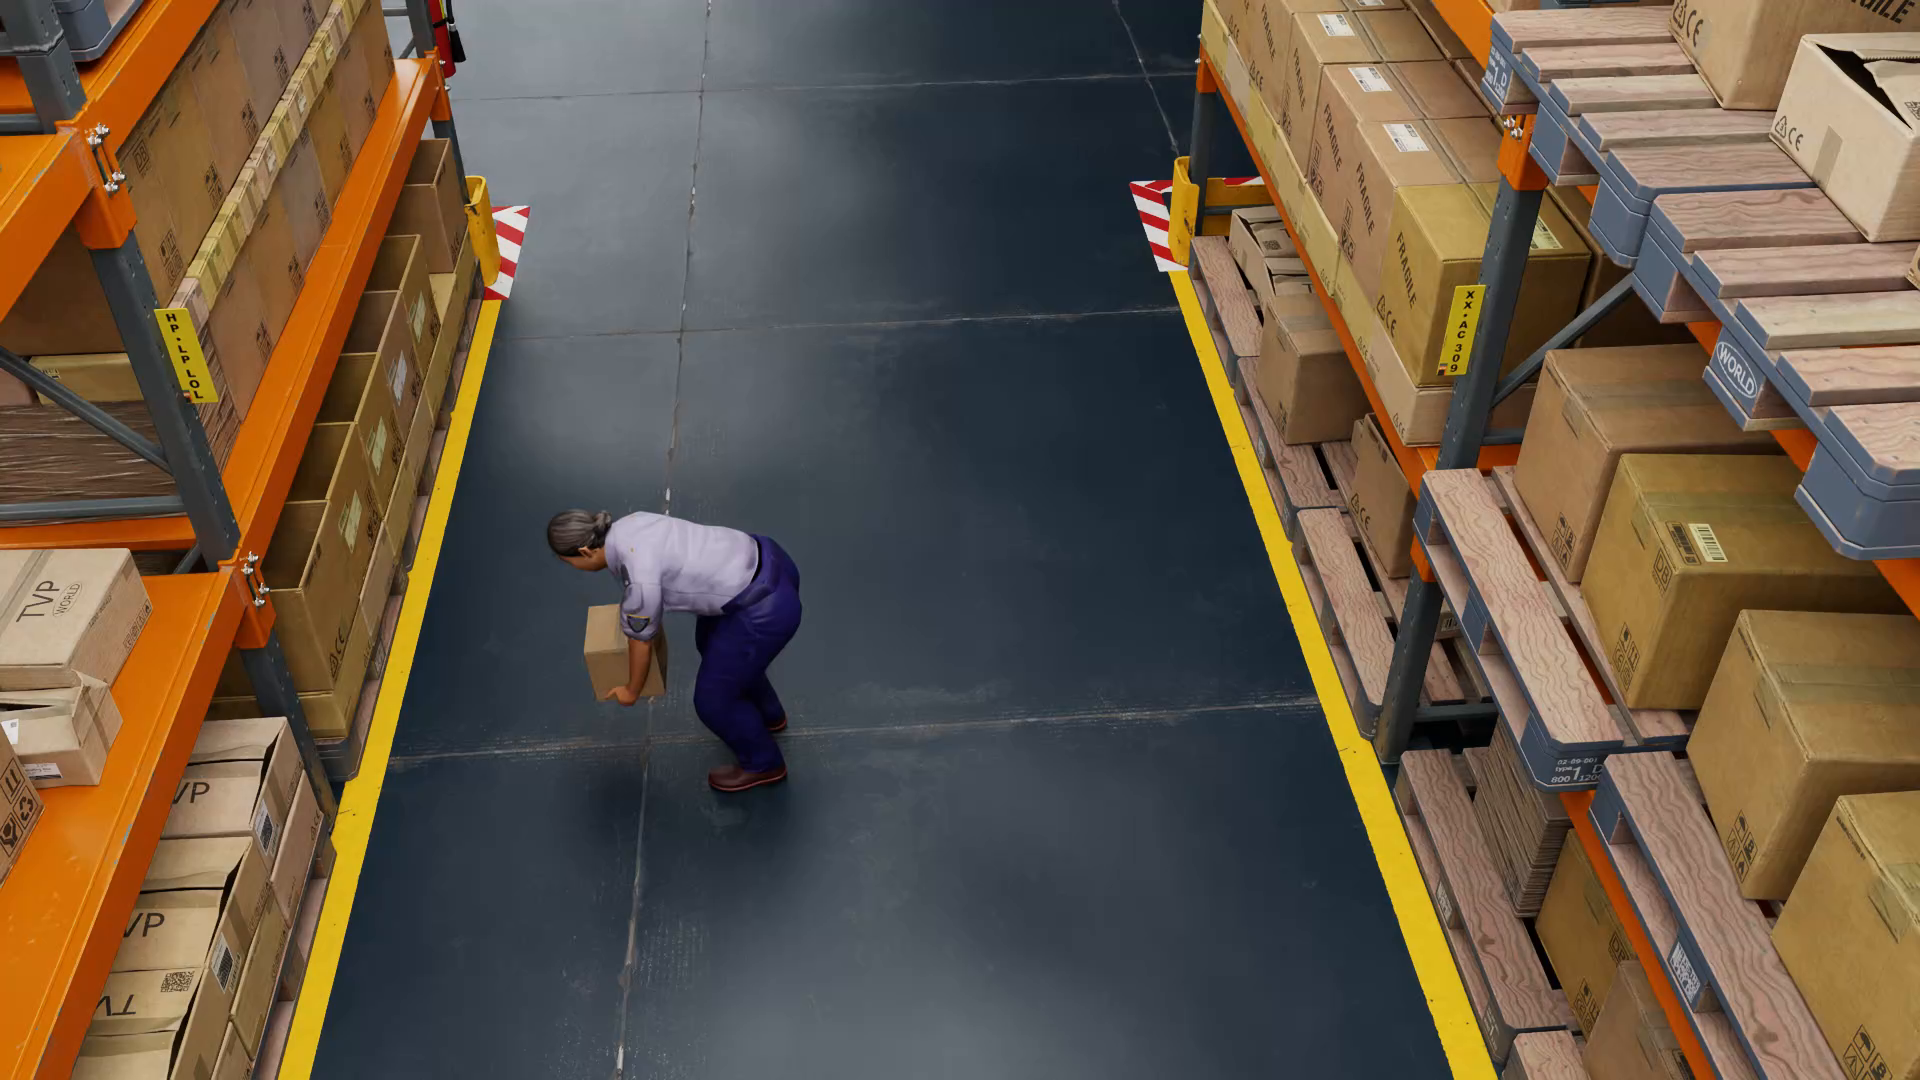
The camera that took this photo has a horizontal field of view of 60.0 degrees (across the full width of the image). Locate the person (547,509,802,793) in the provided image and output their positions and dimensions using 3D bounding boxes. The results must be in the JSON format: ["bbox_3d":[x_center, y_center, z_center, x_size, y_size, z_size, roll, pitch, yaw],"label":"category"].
[{"bbox_3d":[-0.989,0.359,6.050,0.844,1.246,0.475,-4,40,-5],"label":"person"}]
